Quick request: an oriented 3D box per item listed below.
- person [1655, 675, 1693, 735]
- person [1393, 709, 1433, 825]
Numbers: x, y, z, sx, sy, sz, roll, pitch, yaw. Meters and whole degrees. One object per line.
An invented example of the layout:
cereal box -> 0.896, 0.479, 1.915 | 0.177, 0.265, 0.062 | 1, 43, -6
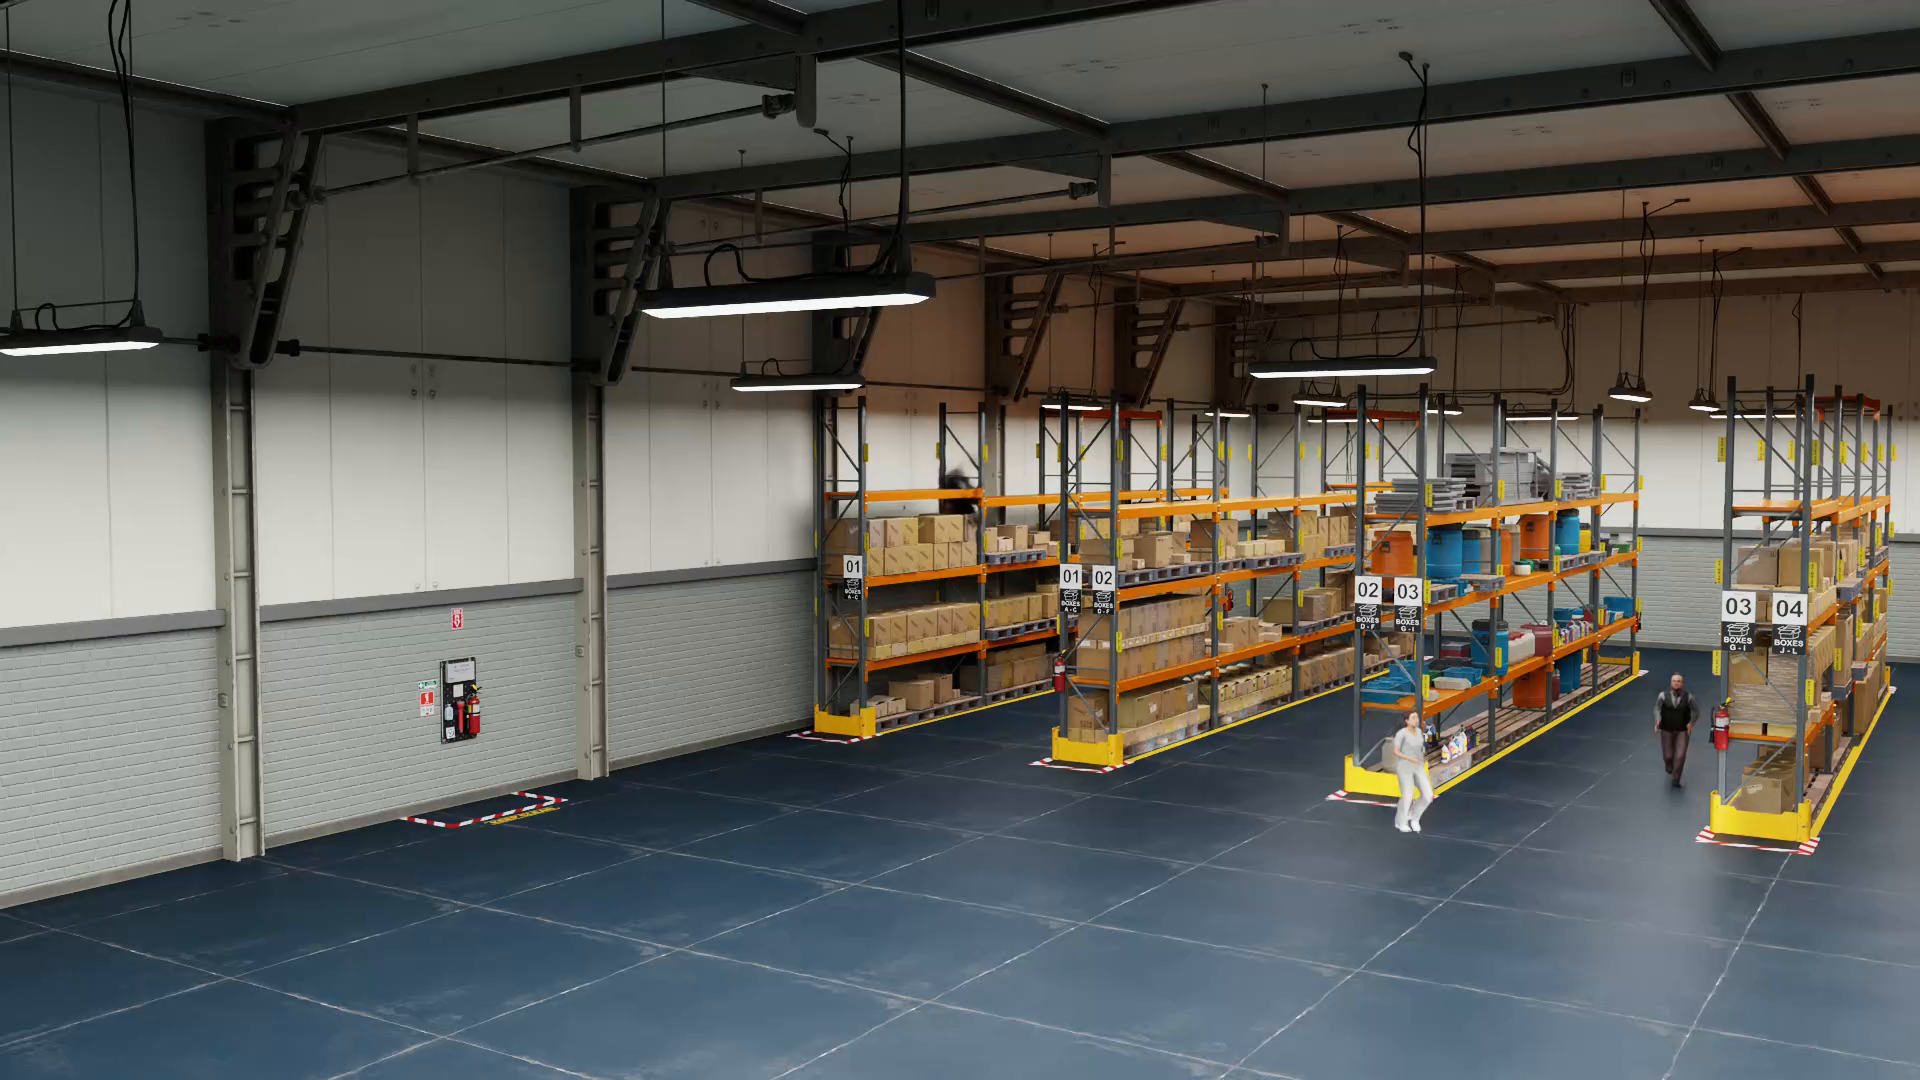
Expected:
person -> 10.713, 2.462, 24.900 | 0.556, 0.865, 0.316 | 1, 3, 27
person -> 5.921, 2.995, 21.783 | 0.556, 1.573, 0.631 | -1, 3, -19
